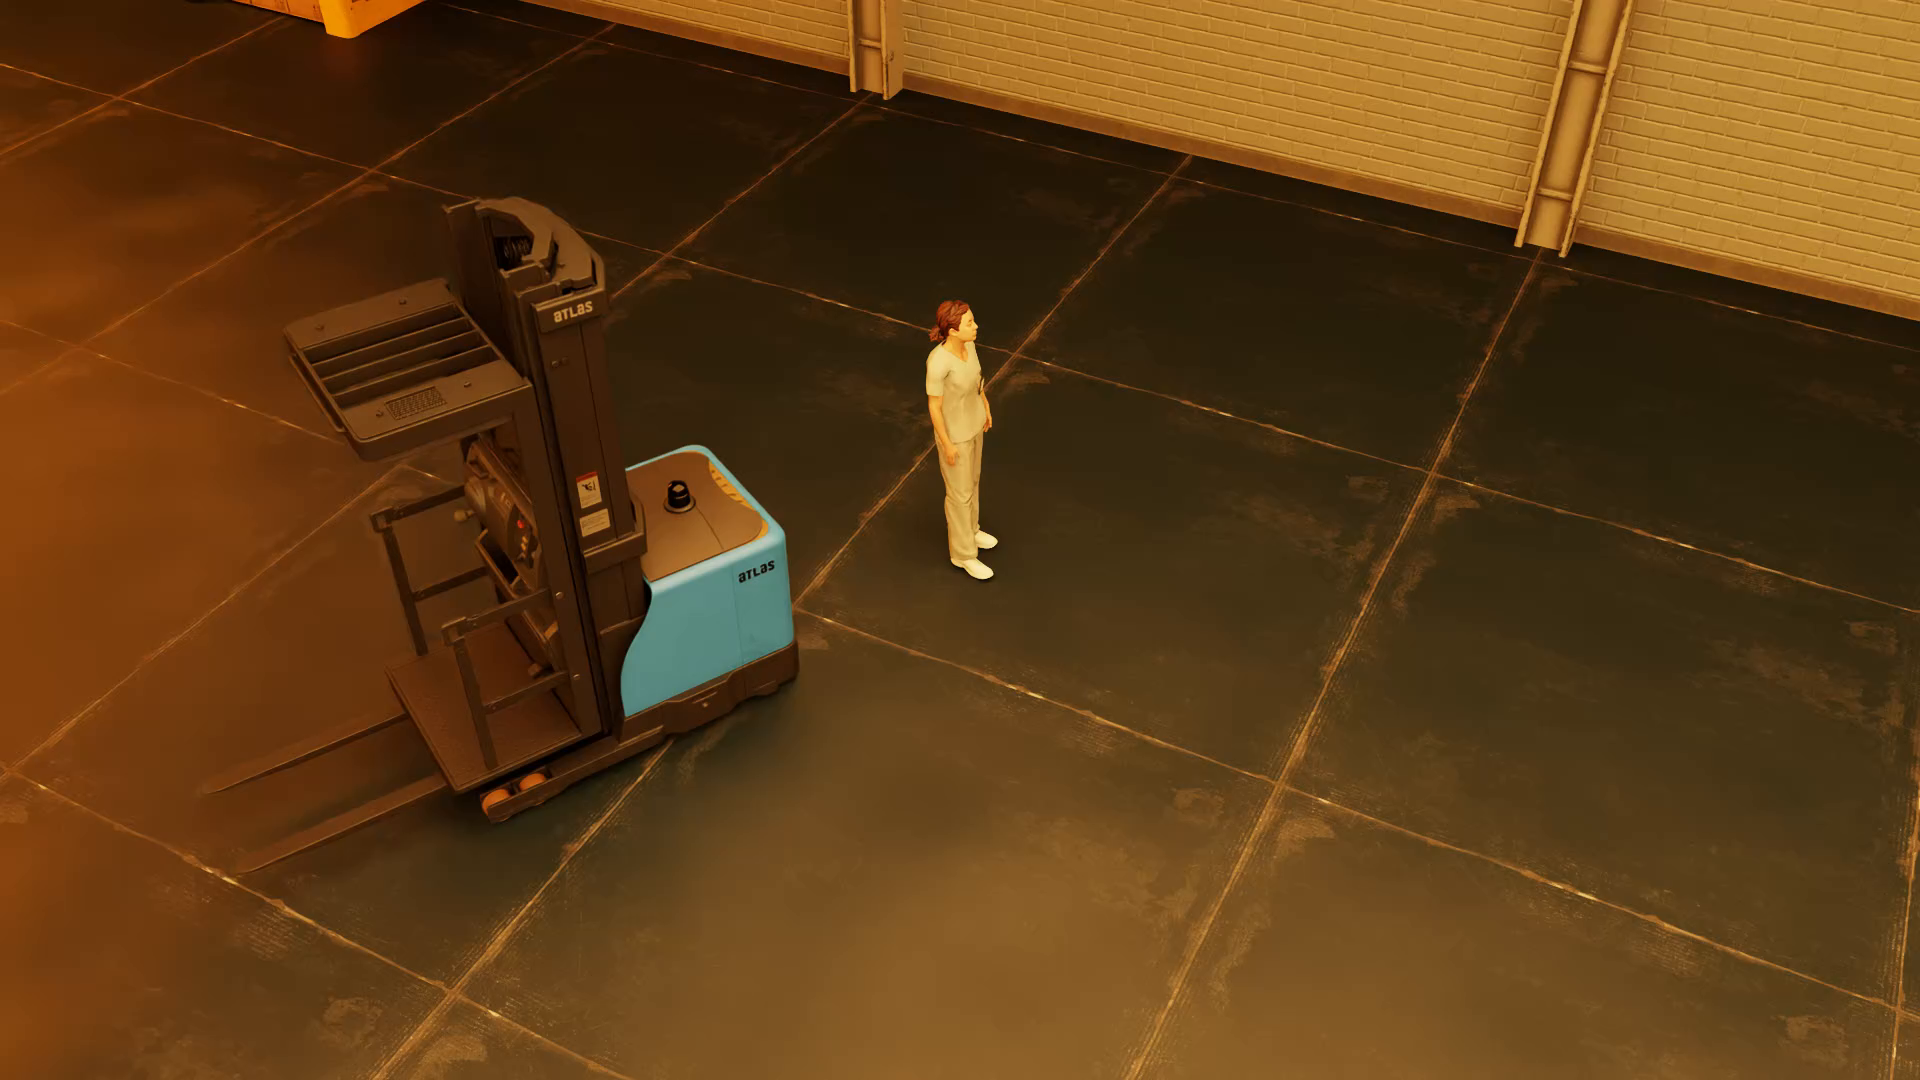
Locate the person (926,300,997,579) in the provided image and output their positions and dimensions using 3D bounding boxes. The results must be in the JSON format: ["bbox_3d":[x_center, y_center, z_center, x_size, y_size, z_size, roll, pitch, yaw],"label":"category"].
[{"bbox_3d":[0.059,-0.617,9.682,0.549,1.675,0.549,18,43,21],"label":"person"}]

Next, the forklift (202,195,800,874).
[{"bbox_3d":[-2.405,-0.066,8.065,3.031,2.935,1.130,-23,45,-25],"label":"forklift"}]
